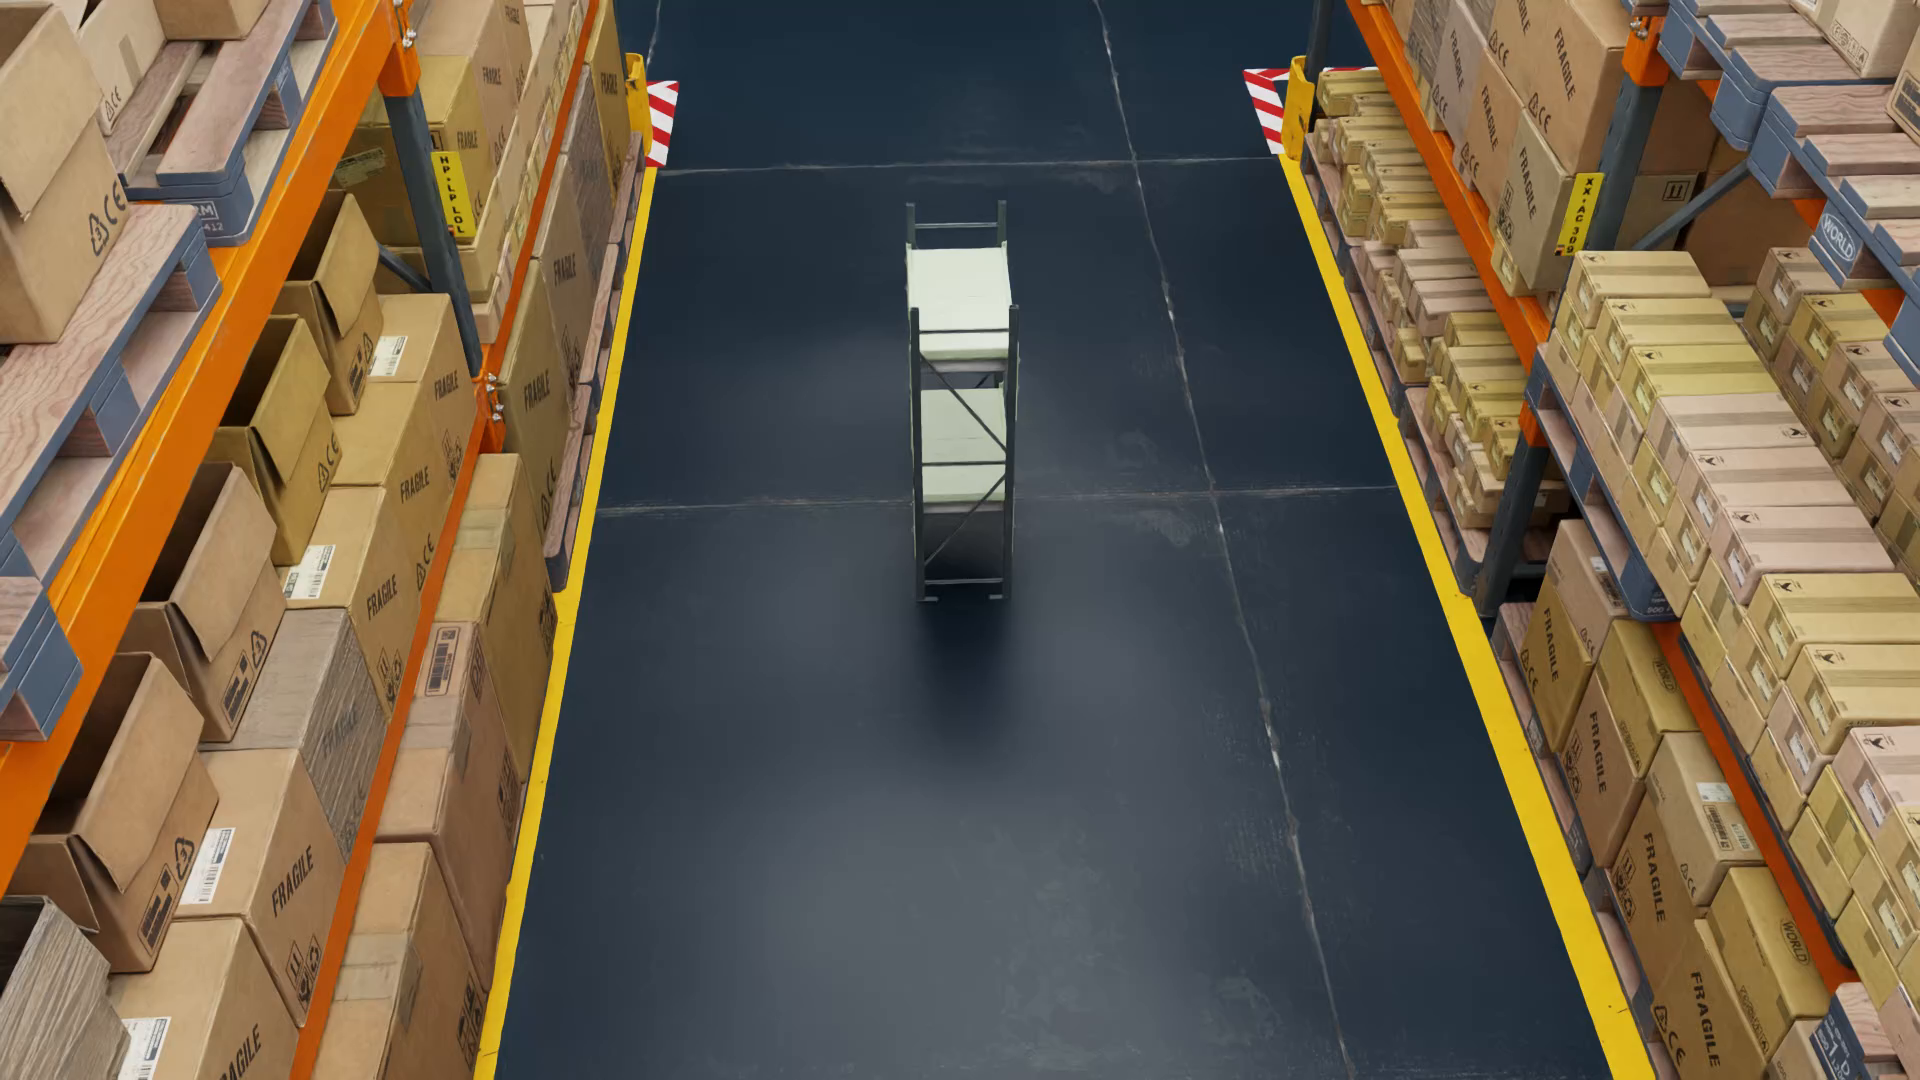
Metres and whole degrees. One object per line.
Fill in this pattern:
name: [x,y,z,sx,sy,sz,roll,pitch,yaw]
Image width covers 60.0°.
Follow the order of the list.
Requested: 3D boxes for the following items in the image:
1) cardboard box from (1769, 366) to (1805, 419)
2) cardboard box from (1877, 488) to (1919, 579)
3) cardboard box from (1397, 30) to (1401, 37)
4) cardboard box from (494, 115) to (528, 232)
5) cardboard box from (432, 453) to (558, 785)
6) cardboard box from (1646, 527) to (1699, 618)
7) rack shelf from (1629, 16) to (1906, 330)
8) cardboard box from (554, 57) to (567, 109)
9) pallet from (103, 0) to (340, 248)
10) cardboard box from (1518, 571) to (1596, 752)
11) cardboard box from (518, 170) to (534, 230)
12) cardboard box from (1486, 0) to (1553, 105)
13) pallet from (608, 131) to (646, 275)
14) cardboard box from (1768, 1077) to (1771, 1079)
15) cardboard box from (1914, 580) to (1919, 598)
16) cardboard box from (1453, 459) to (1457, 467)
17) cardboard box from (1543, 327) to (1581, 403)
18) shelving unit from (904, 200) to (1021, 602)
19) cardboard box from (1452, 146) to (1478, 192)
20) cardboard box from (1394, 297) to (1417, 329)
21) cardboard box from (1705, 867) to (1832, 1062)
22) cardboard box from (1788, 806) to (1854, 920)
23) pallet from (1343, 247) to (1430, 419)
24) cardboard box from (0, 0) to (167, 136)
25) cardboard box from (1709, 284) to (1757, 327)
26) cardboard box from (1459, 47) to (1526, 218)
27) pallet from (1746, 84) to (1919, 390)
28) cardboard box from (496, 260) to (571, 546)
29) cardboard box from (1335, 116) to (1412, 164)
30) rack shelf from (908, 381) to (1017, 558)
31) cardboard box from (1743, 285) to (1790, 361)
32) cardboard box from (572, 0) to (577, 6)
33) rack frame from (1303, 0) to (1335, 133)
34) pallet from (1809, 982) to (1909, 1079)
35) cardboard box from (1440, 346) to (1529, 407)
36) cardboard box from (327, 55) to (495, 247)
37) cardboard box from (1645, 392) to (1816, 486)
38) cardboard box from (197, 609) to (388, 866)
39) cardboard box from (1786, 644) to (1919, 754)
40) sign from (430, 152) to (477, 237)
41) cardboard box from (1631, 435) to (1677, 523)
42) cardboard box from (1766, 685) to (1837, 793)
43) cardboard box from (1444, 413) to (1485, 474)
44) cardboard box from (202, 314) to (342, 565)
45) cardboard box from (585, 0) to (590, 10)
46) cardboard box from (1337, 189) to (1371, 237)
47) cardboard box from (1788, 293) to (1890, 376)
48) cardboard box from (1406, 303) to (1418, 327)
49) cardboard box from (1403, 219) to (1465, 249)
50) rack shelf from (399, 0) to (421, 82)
cardboard box: [2.919,-0.453,5.549,0.380,0.149,0.250,-1,43,-2]
cardboard box: [2.952,-0.032,4.870,0.380,0.149,0.250,-4,43,-4]
cardboard box: [2.354,-2.500,8.093,0.380,0.149,0.250,-2,43,-2]
cardboard box: [-2.042,-1.470,6.674,0.500,0.250,0.500,-2,43,-2]
cardboard box: [-2.220,0.305,6.108,1.225,0.875,0.875,-2,43,-2]
cardboard box: [2.295,0.085,4.962,0.380,0.149,0.250,-3,43,-4]
rack shelf: [2.777,-0.319,3.840,1.077,0.370,4.000,-2,43,-2]
cardboard box: [-2.028,-2.099,7.656,0.380,0.149,0.250,-1,43,-1]
pallet: [-2.179,-1.172,4.380,0.805,0.209,1.217,-3,43,-4]
cardboard box: [2.459,0.444,6.234,0.500,0.500,0.500,0,43,0]
cardboard box: [-1.983,-1.404,6.897,0.380,0.149,0.250,-3,43,-3]
cardboard box: [2.375,-2.002,6.330,0.500,0.500,0.500,-3,43,-3]
pallet: [-2.325,-1.889,9.305,1.003,0.211,1.213,-2,43,-2]
cardboard box: [2.555,1.851,4.700,0.500,0.500,0.500,0,43,0]
cardboard box: [2.966,0.251,4.781,0.380,0.149,0.250,0,43,0]
cardboard box: [2.408,-0.365,7.377,0.380,0.149,0.250,-1,43,-1]
cardboard box: [2.250,-0.612,5.722,0.380,0.149,0.250,-4,43,-4]
shelving unit: [0.000,-0.548,6.888,0.431,1.500,0.755,-2,43,-2]
cardboard box: [2.347,-1.632,7.147,0.380,0.149,0.250,-3,43,-4]
cardboard box: [2.347,-1.064,8.140,0.380,0.149,0.250,-1,43,-1]
cardboard box: [2.533,1.223,4.829,0.500,0.250,0.500,-1,43,-1]
cardboard box: [2.342,0.798,4.184,0.380,0.149,0.250,-3,43,-4]
pallet: [2.574,-1.079,8.420,1.003,0.211,1.213,-2,43,-2]
cardboard box: [-2.311,-1.239,4.067,0.500,0.311,0.500,-3,43,-3]
cardboard box: [3.007,-0.937,6.388,0.380,0.149,0.250,0,43,0]
cardboard box: [2.369,-1.644,6.680,0.500,0.500,0.500,-3,43,-3]
pallet: [2.659,-0.745,3.912,1.213,0.211,1.003,-2,43,-2]
cardboard box: [-2.215,-0.574,7.068,0.875,0.875,0.875,-2,43,-2]
cardboard box: [2.220,-2.132,8.865,0.380,0.149,0.250,-2,43,-2]
rack shelf: [0.000,-0.308,7.108,0.431,0.370,0.720,-2,43,-2]
cardboard box: [2.907,-0.738,5.640,0.380,0.149,0.250,0,43,0]
cardboard box: [-2.131,-2.847,8.177,0.500,0.250,0.500,-2,43,-3]
rack frame: [2.523,-3.529,9.030,1.000,3.000,0.127,-2,43,-2]
pallet: [2.726,1.464,3.724,1.213,0.211,1.003,-2,43,-2]
cardboard box: [2.349,-0.724,7.328,0.380,0.149,0.250,-2,43,-2]
cardboard box: [-2.032,-1.416,6.061,0.500,0.500,0.500,-2,43,-2]
cardboard box: [2.284,-0.301,4.943,0.380,0.149,0.250,-2,43,-2]
cardboard box: [-1.915,0.542,4.515,0.500,0.500,0.500,-1,43,-2]
cardboard box: [2.331,0.399,4.179,0.380,0.149,0.250,0,43,0]
sign: [-1.726,-1.174,5.663,0.100,0.325,0.005,-2,43,-2]
cardboard box: [2.286,-0.197,5.049,0.380,0.149,0.250,-3,43,-4]
cardboard box: [2.329,0.509,4.280,0.380,0.149,0.250,-1,43,-1]
cardboard box: [2.338,-0.428,7.226,0.380,0.149,0.250,-4,43,-4]
cardboard box: [-2.214,-0.267,4.654,0.797,0.503,0.637,-1,43,-1]
cardboard box: [-2.071,-2.786,8.405,0.380,0.149,0.250,-2,43,-2]
cardboard box: [2.237,-1.753,8.891,0.380,0.149,0.250,-1,43,-1]
cardboard box: [2.917,-0.663,5.338,0.380,0.149,0.250,-3,43,-3]
cardboard box: [2.374,-1.134,7.995,0.380,0.149,0.250,-4,43,-4]
cardboard box: [2.387,-1.434,8.103,0.380,0.149,0.250,-2,43,-2]
rack shelf: [-2.352,-2.945,6.706,1.077,0.370,4.000,-2,43,-2]
